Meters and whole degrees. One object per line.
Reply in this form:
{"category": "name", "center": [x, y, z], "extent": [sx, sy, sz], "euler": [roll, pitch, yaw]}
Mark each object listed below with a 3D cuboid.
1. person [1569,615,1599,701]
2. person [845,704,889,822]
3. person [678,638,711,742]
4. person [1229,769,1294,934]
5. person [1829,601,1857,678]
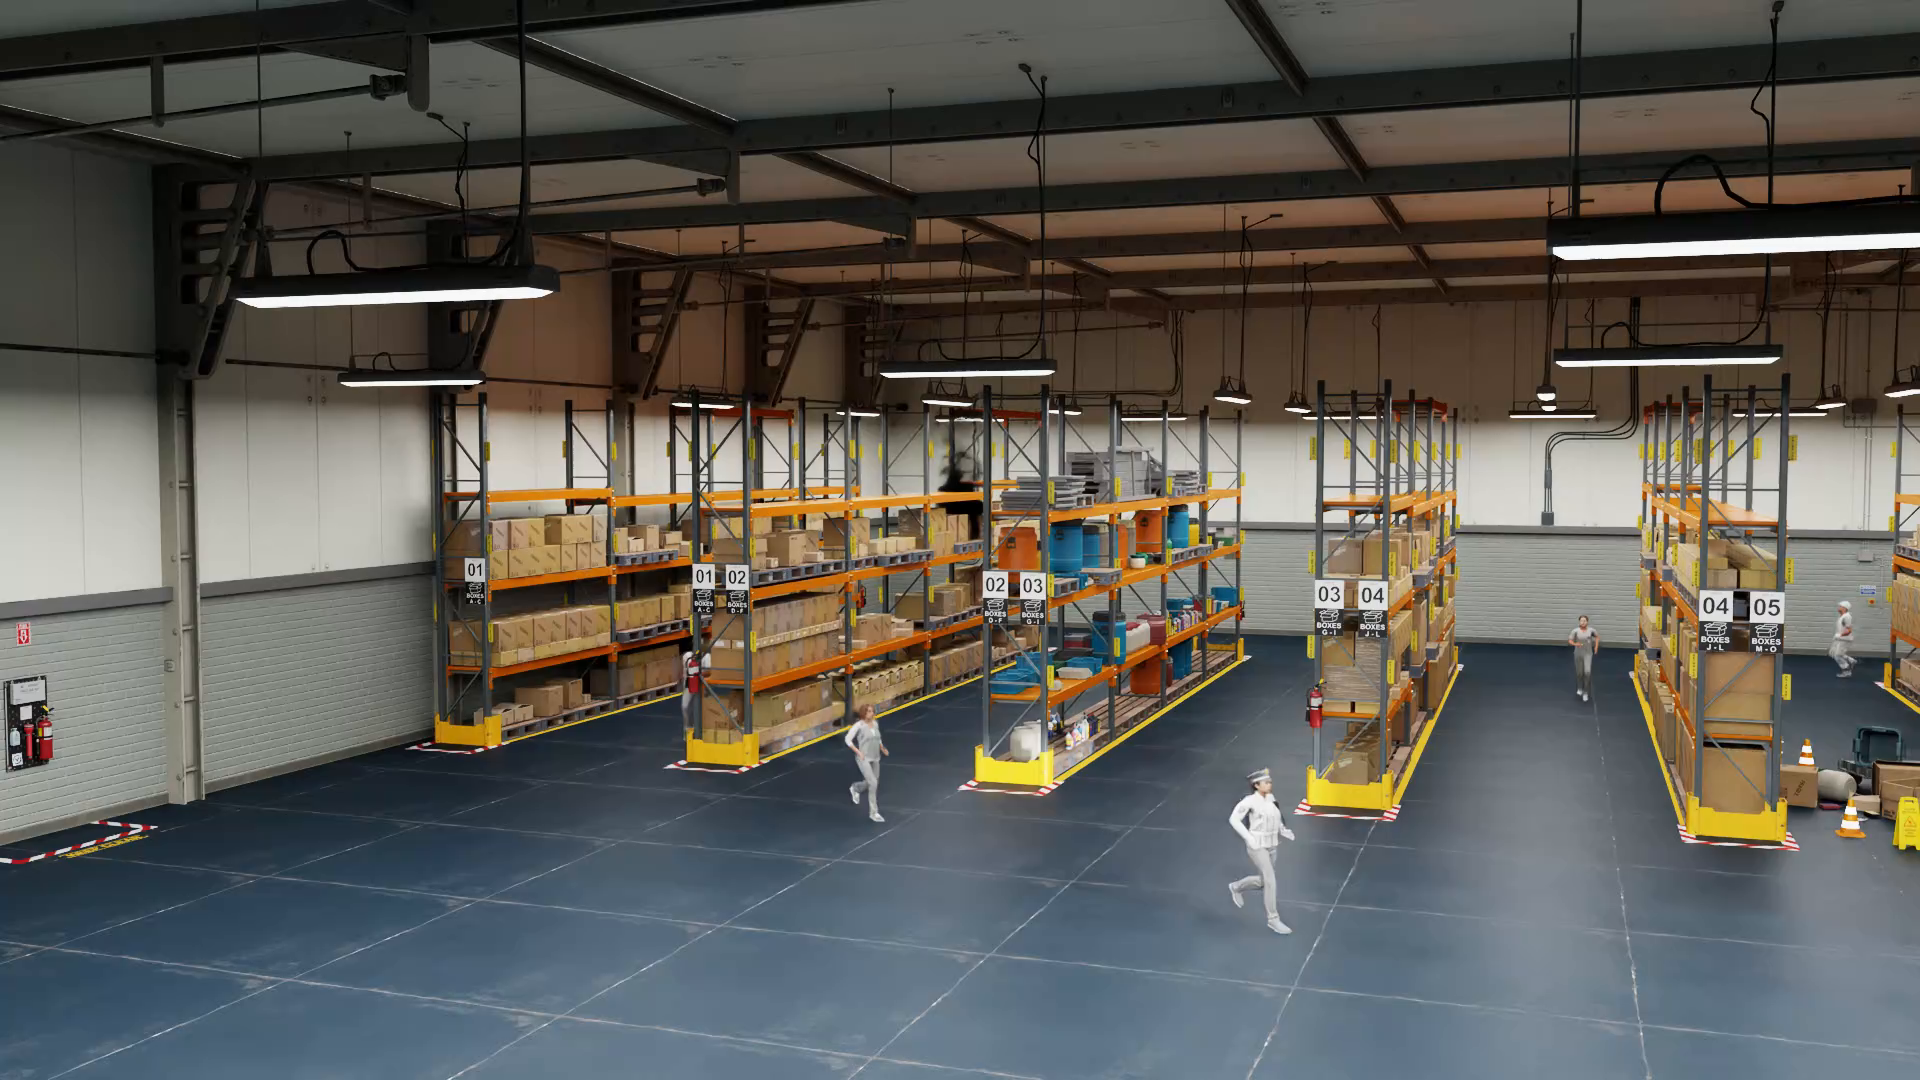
{"category": "person", "center": [12.620, 2.383, 33.658], "extent": [0.574, 1.738, 0.772], "euler": [1, 3, 22]}
{"category": "person", "center": [-1.299, 3.019, 22.707], "extent": [0.541, 1.584, 0.723], "euler": [-3, 4, -44]}
{"category": "person", "center": [-4.595, 2.585, 28.876], "extent": [0.672, 1.831, 0.770], "euler": [1, 3, 10]}
{"category": "person", "center": [3.146, 3.240, 17.529], "extent": [0.618, 1.696, 0.843], "euler": [-3, 4, -43]}
{"category": "person", "center": [19.536, 2.193, 36.717], "extent": [0.565, 1.698, 0.647], "euler": [1, 3, 19]}
